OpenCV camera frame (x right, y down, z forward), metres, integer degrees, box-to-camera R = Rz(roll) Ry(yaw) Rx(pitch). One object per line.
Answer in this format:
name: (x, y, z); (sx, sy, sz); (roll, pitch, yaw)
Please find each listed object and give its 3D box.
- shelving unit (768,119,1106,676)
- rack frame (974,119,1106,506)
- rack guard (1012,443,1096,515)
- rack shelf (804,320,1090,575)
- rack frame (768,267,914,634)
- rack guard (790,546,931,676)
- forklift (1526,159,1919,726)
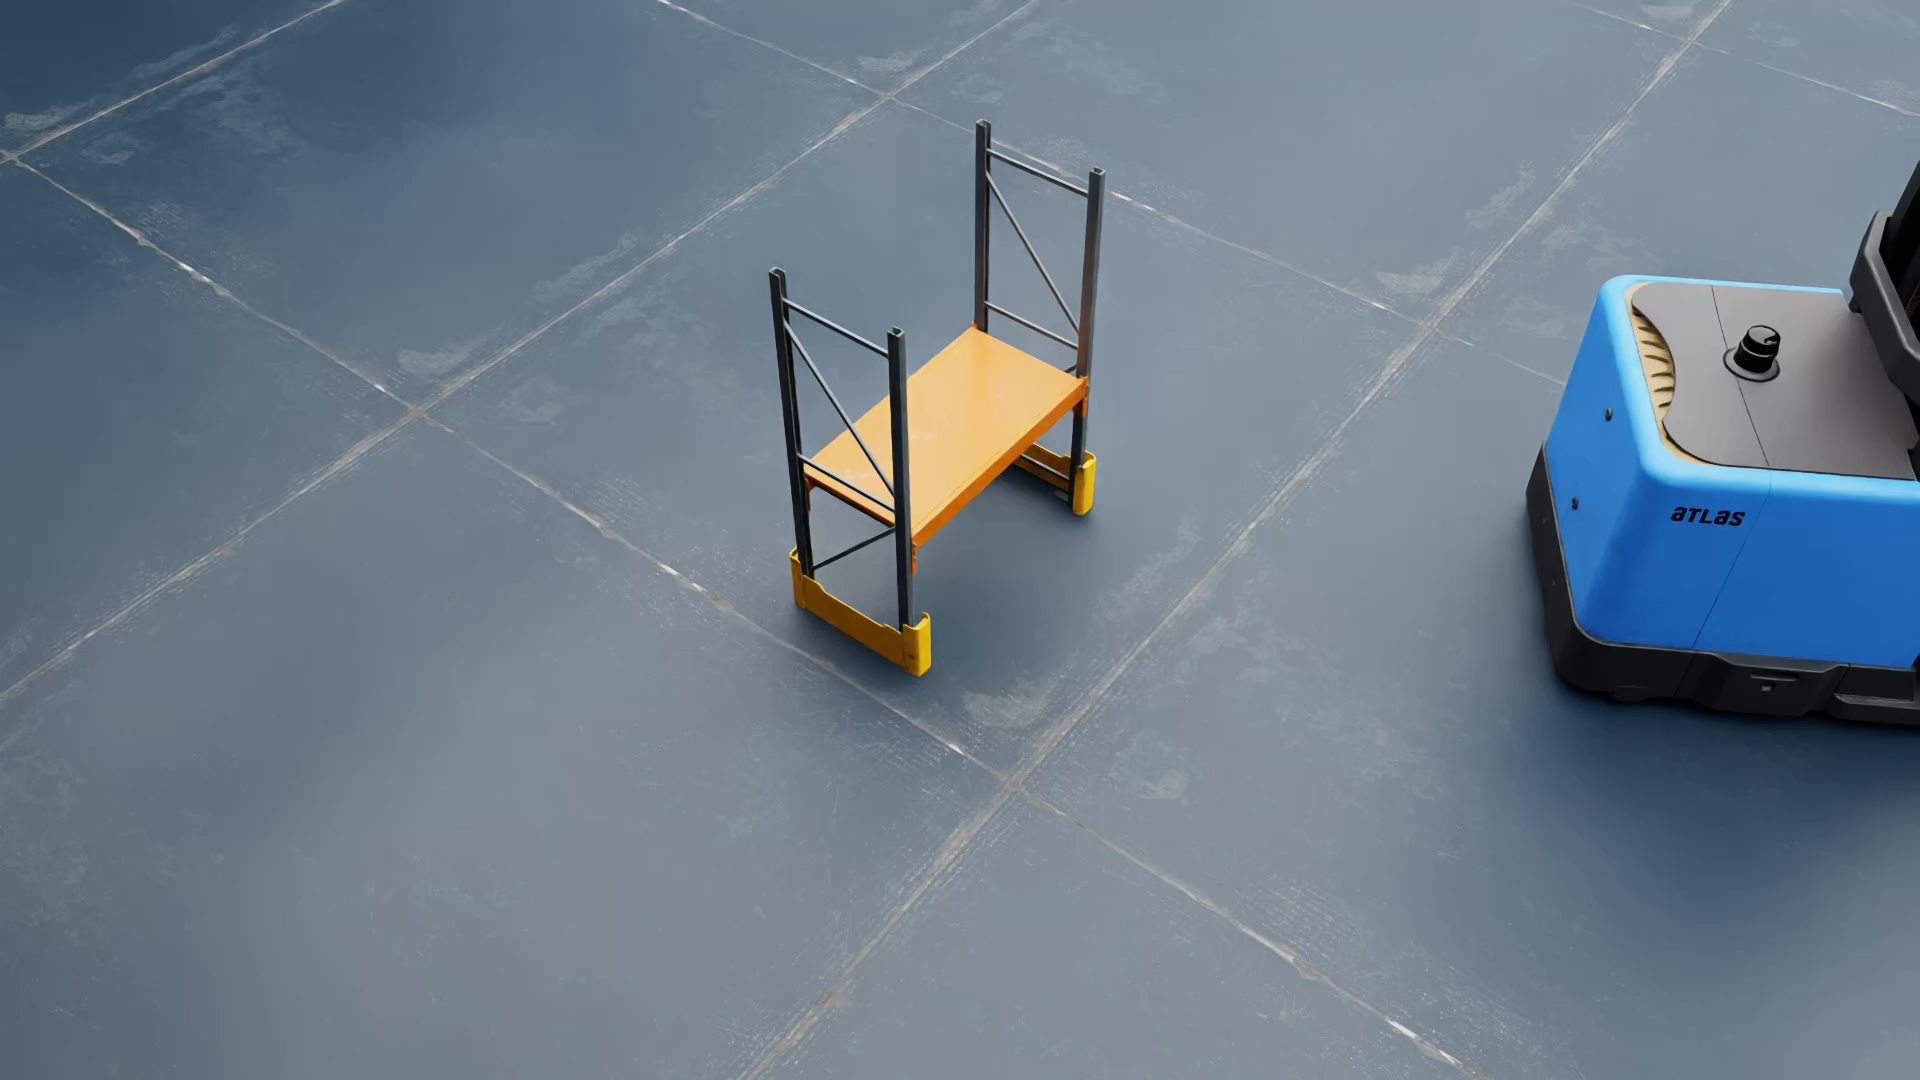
shelving unit: (-0.047, -0.474, 5.666); (0.587, 1.500, 1.083); (29, 53, 25)
rack frame: (0.259, -0.760, 5.939); (0.500, 1.500, 0.032); (29, 53, 25)
rack guard: (0.258, -0.328, 6.390); (0.587, 0.250, 0.087); (29, 53, 25)
rack shelf: (-0.052, -0.345, 5.791); (0.538, 0.185, 1.000); (29, 53, 25)
rack frame: (-0.363, -0.178, 5.383); (0.500, 1.500, 0.032); (29, 53, 25)
rack guard: (-0.351, 0.242, 5.846); (0.587, 0.250, 0.087); (29, 53, 25)
forklift: (3.606, -0.709, 4.900); (3.031, 2.935, 1.130); (5, 47, 5)
